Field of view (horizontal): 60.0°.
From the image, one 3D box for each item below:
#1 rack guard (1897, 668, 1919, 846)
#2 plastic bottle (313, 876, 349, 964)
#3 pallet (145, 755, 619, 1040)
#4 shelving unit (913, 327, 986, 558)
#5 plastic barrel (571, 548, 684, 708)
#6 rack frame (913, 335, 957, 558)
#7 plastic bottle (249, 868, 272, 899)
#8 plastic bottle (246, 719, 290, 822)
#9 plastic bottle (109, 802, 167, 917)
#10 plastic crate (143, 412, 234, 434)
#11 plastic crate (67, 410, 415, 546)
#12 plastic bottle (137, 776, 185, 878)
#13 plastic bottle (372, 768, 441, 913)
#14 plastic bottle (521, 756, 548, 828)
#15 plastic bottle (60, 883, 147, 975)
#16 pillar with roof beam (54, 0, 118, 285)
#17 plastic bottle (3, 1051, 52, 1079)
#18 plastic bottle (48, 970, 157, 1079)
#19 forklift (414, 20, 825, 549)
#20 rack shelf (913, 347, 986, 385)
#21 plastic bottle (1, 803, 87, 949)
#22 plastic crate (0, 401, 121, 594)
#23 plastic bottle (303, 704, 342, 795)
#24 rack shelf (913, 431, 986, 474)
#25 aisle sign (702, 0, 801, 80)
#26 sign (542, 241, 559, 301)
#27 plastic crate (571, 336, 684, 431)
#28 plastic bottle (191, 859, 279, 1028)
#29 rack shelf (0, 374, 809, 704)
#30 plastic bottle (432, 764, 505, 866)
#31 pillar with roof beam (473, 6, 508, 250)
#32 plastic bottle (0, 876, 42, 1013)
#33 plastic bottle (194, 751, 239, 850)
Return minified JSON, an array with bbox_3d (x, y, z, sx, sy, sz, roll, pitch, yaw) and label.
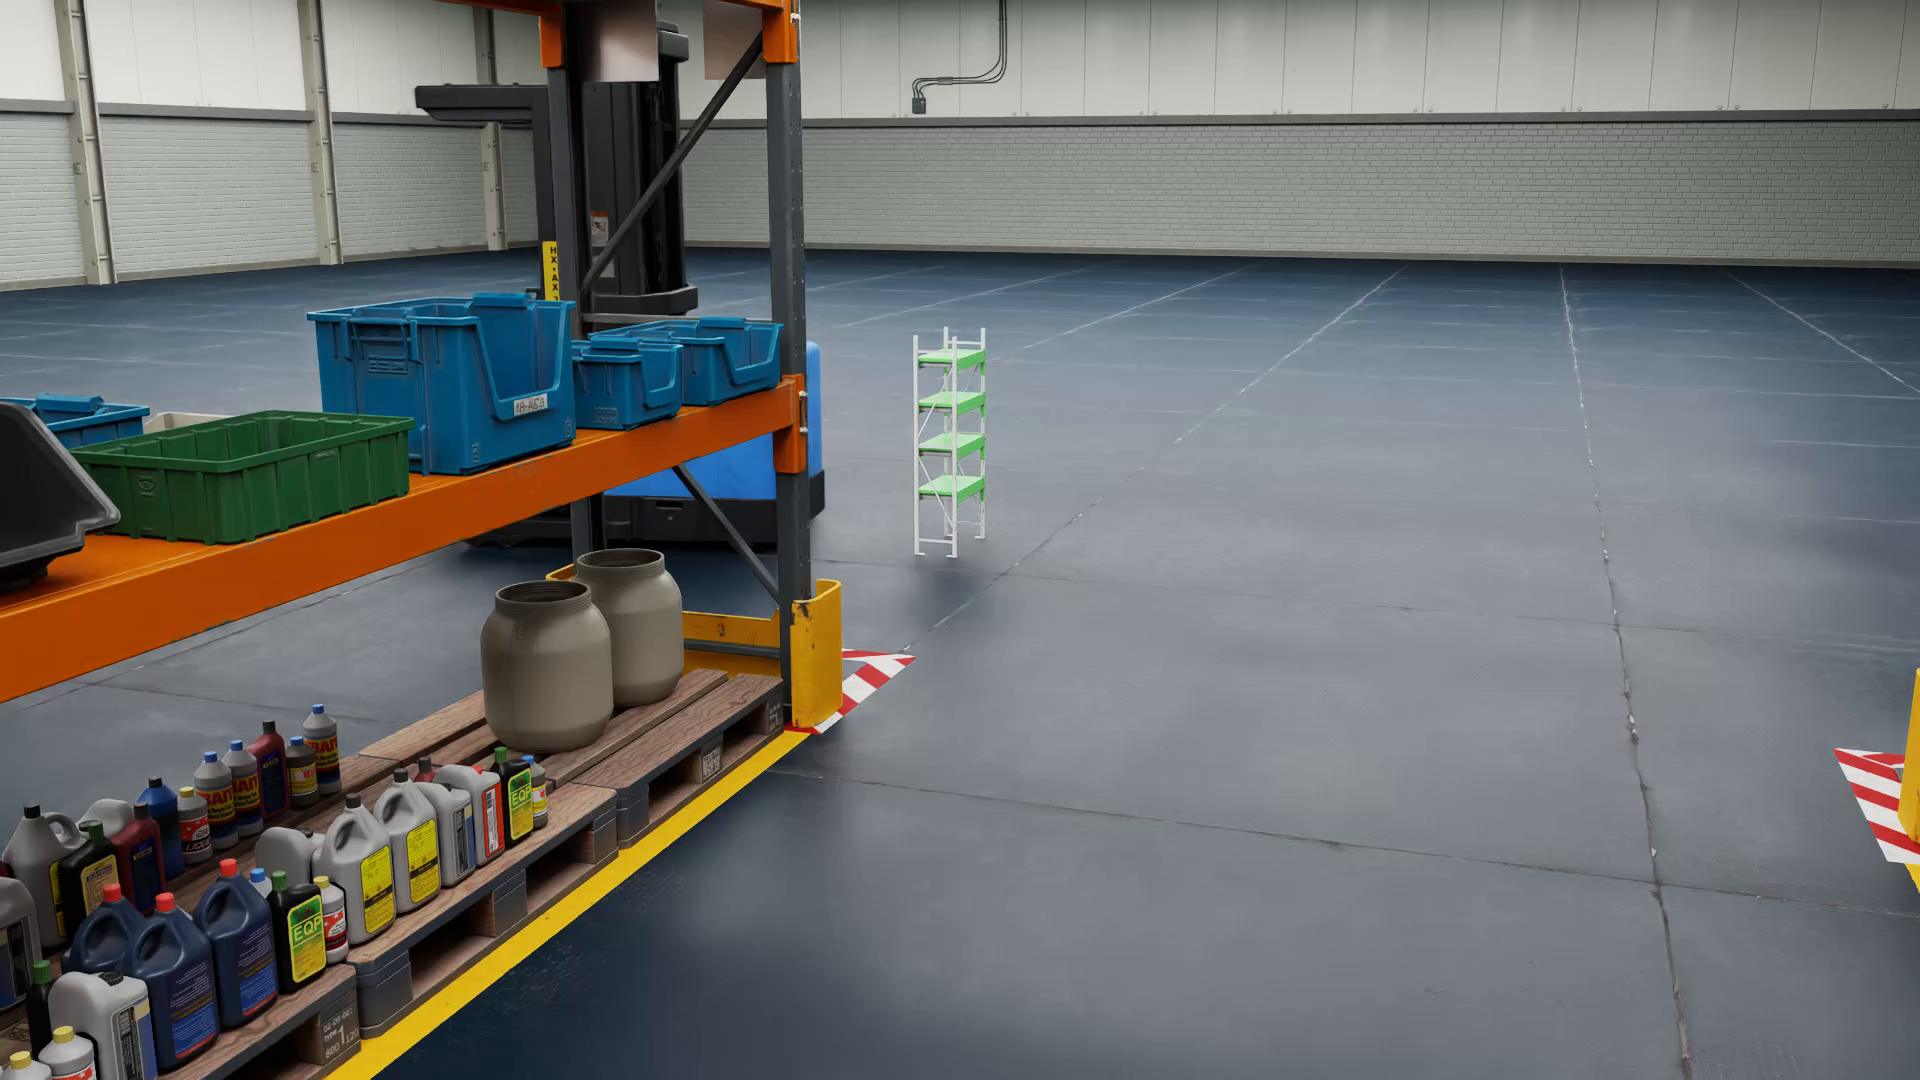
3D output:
[{"bbox_3d":[3.617,0.733,5.154,1.175,0.500,0.348,4,14,18],"label":"rack guard"},{"bbox_3d":[-1.542,0.916,4.034,0.097,0.201,0.097,0,13,0],"label":"plastic bottle"},{"bbox_3d":[-1.721,0.967,4.776,1.003,0.211,1.213,4,14,18],"label":"pallet"},{"bbox_3d":[-0.054,-0.550,9.202,0.258,1.200,0.503,4,14,18],"label":"shelving unit"},{"bbox_3d":[-1.217,0.314,6.019,0.421,0.512,0.421,0,13,0],"label":"plastic barrel"},{"bbox_3d":[-0.133,-0.499,8.977,0.240,1.200,0.015,4,14,18],"label":"rack frame"},{"bbox_3d":[-1.644,0.906,3.920,0.097,0.271,0.097,0,13,0],"label":"plastic bottle"},{"bbox_3d":[-2.049,0.677,4.896,0.061,0.283,0.133,5,14,19],"label":"plastic bottle"},{"bbox_3d":[-2.111,0.823,4.259,0.061,0.283,0.133,4,14,18],"label":"plastic bottle"},{"bbox_3d":[-2.085,-0.228,4.337,0.530,0.136,0.437,4,14,18],"label":"plastic crate"},{"bbox_3d":[-1.665,-0.158,3.917,0.450,0.188,0.662,4,14,18],"label":"plastic crate"},{"bbox_3d":[-2.167,0.773,4.505,0.097,0.271,0.097,0,13,0],"label":"plastic bottle"},{"bbox_3d":[-1.458,0.772,4.327,0.144,0.351,0.185,5,14,21],"label":"plastic bottle"},{"bbox_3d":[-1.256,0.730,4.850,0.097,0.201,0.097,0,13,0],"label":"plastic bottle"},{"bbox_3d":[-1.853,0.930,3.635,0.144,0.351,0.185,4,14,18],"label":"plastic bottle"},{"bbox_3d":[-11.019,-8.588,26.892,9.100,9.000,0.400,4,14,18],"label":"pillar with roof beam"},{"bbox_3d":[-1.820,1.097,3.242,0.097,0.201,0.097,0,13,0],"label":"plastic bottle"},{"bbox_3d":[-1.774,1.012,3.447,0.152,0.276,0.135,5,14,20],"label":"plastic bottle"},{"bbox_3d":[-2.373,-1.505,9.493,3.031,2.935,1.130,2,13,8],"label":"forklift"},{"bbox_3d":[-0.054,-0.956,9.109,0.258,0.148,0.480,4,14,18],"label":"rack shelf"},{"bbox_3d":[-2.269,0.816,4.136,0.144,0.351,0.185,4,14,18],"label":"plastic bottle"},{"bbox_3d":[-2.081,-0.067,3.180,0.767,0.338,0.504,4,14,18],"label":"plastic crate"},{"bbox_3d":[-1.958,0.637,5.100,0.097,0.271,0.097,0,13,0],"label":"plastic bottle"},{"bbox_3d":[-0.054,-0.488,9.216,0.258,0.148,0.480,4,14,18],"label":"rack shelf"},{"bbox_3d":[-0.772,-2.099,6.103,0.394,0.787,0.004,4,14,18],"label":"aisle sign"},{"bbox_3d":[-1.596,-1.014,6.567,0.100,0.325,0.005,4,14,18],"label":"sign"},{"bbox_3d":[-1.171,-0.503,5.283,0.499,0.251,0.408,4,14,18],"label":"plastic crate"},{"bbox_3d":[-1.656,0.901,3.764,0.144,0.351,0.185,4,13,16],"label":"plastic bottle"},{"bbox_3d":[-1.724,-0.066,4.655,1.077,0.370,4.000,4,14,18],"label":"rack shelf"},{"bbox_3d":[-1.363,0.744,4.618,0.152,0.276,0.135,4,14,19],"label":"plastic bottle"},{"bbox_3d":[-7.136,-11.115,37.962,9.100,9.000,0.400,4,14,18],"label":"pillar with roof beam"},{"bbox_3d":[-2.225,0.926,3.823,0.152,0.276,0.135,4,14,18],"label":"plastic bottle"},{"bbox_3d":[-2.101,0.730,4.692,0.097,0.271,0.097,0,13,0],"label":"plastic bottle"}]
